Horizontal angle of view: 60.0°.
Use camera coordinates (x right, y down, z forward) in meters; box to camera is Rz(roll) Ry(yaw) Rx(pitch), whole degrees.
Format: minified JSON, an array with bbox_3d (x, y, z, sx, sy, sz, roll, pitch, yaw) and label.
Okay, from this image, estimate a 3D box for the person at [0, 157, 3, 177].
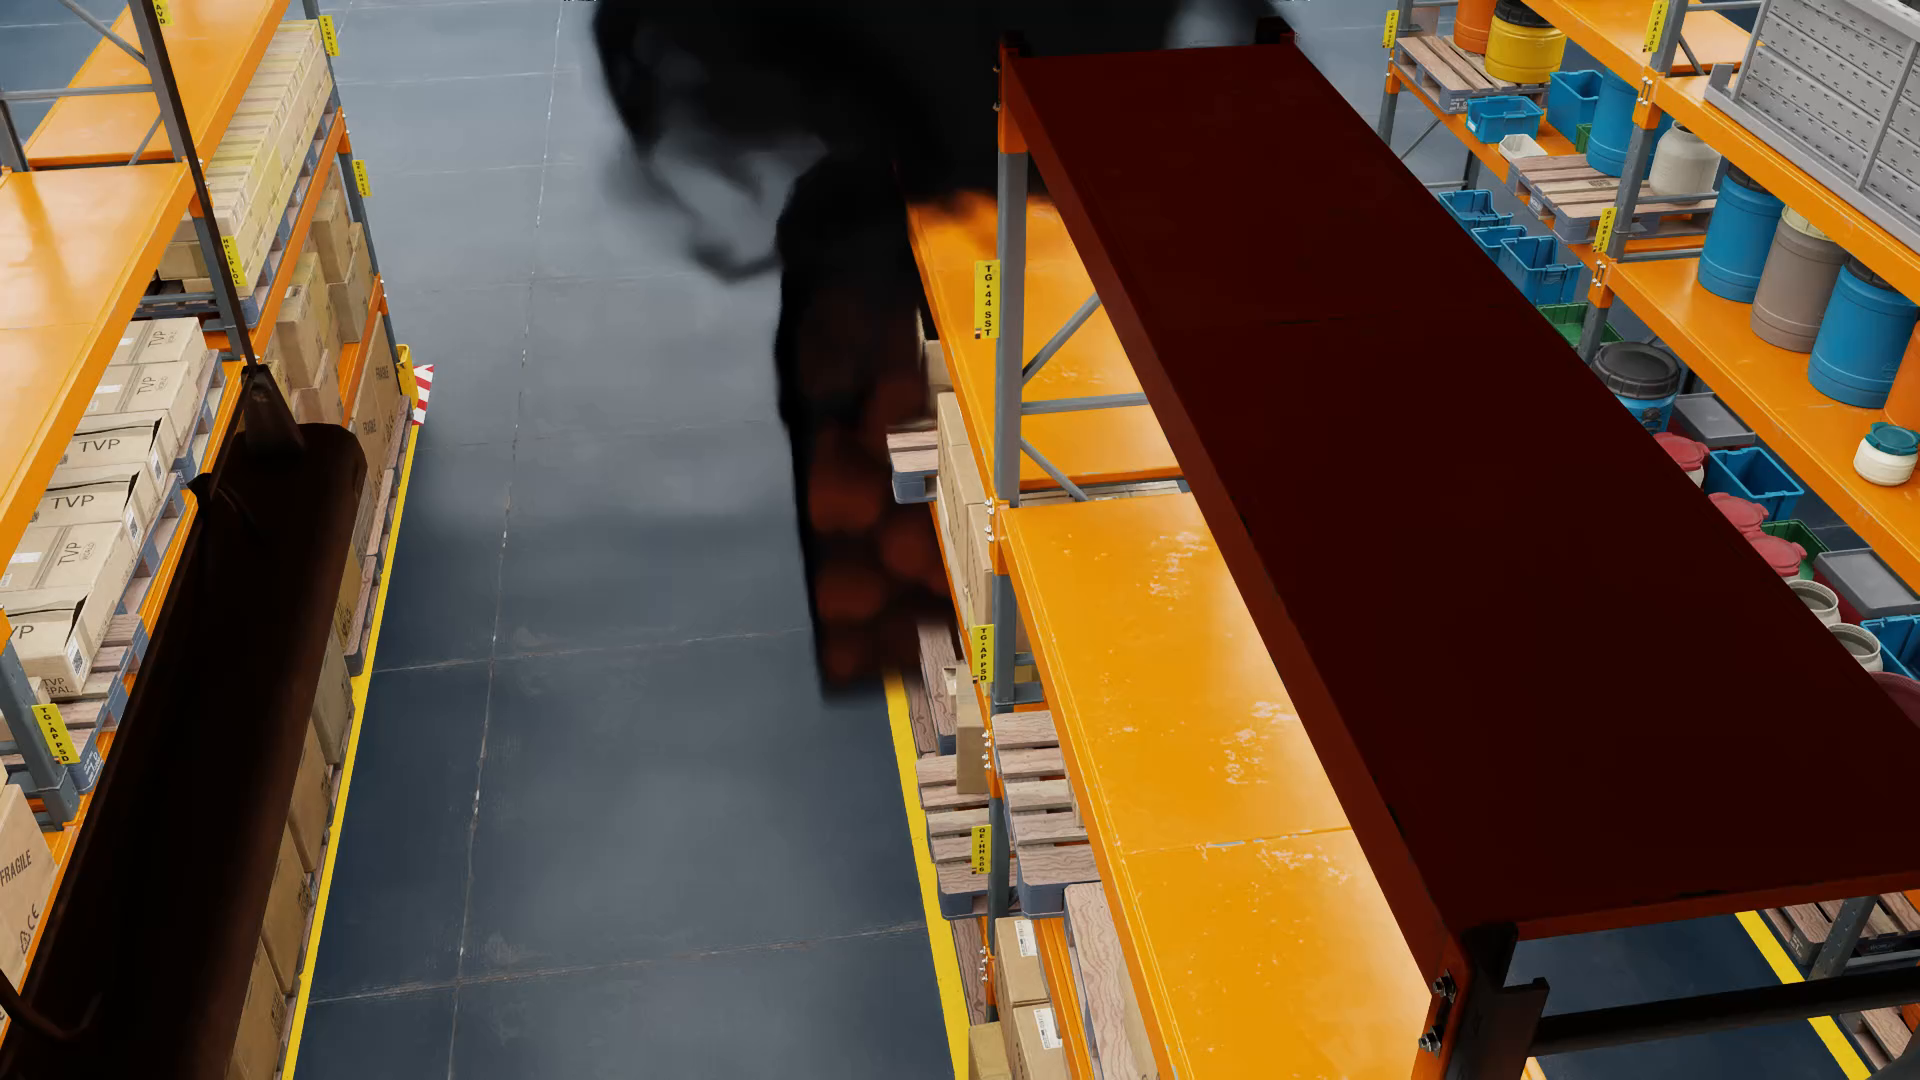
[{"bbox_3d":[-10.213,-3.967,17.424,0.607,1.618,0.938,-30,45,-34],"label":"person"}]
